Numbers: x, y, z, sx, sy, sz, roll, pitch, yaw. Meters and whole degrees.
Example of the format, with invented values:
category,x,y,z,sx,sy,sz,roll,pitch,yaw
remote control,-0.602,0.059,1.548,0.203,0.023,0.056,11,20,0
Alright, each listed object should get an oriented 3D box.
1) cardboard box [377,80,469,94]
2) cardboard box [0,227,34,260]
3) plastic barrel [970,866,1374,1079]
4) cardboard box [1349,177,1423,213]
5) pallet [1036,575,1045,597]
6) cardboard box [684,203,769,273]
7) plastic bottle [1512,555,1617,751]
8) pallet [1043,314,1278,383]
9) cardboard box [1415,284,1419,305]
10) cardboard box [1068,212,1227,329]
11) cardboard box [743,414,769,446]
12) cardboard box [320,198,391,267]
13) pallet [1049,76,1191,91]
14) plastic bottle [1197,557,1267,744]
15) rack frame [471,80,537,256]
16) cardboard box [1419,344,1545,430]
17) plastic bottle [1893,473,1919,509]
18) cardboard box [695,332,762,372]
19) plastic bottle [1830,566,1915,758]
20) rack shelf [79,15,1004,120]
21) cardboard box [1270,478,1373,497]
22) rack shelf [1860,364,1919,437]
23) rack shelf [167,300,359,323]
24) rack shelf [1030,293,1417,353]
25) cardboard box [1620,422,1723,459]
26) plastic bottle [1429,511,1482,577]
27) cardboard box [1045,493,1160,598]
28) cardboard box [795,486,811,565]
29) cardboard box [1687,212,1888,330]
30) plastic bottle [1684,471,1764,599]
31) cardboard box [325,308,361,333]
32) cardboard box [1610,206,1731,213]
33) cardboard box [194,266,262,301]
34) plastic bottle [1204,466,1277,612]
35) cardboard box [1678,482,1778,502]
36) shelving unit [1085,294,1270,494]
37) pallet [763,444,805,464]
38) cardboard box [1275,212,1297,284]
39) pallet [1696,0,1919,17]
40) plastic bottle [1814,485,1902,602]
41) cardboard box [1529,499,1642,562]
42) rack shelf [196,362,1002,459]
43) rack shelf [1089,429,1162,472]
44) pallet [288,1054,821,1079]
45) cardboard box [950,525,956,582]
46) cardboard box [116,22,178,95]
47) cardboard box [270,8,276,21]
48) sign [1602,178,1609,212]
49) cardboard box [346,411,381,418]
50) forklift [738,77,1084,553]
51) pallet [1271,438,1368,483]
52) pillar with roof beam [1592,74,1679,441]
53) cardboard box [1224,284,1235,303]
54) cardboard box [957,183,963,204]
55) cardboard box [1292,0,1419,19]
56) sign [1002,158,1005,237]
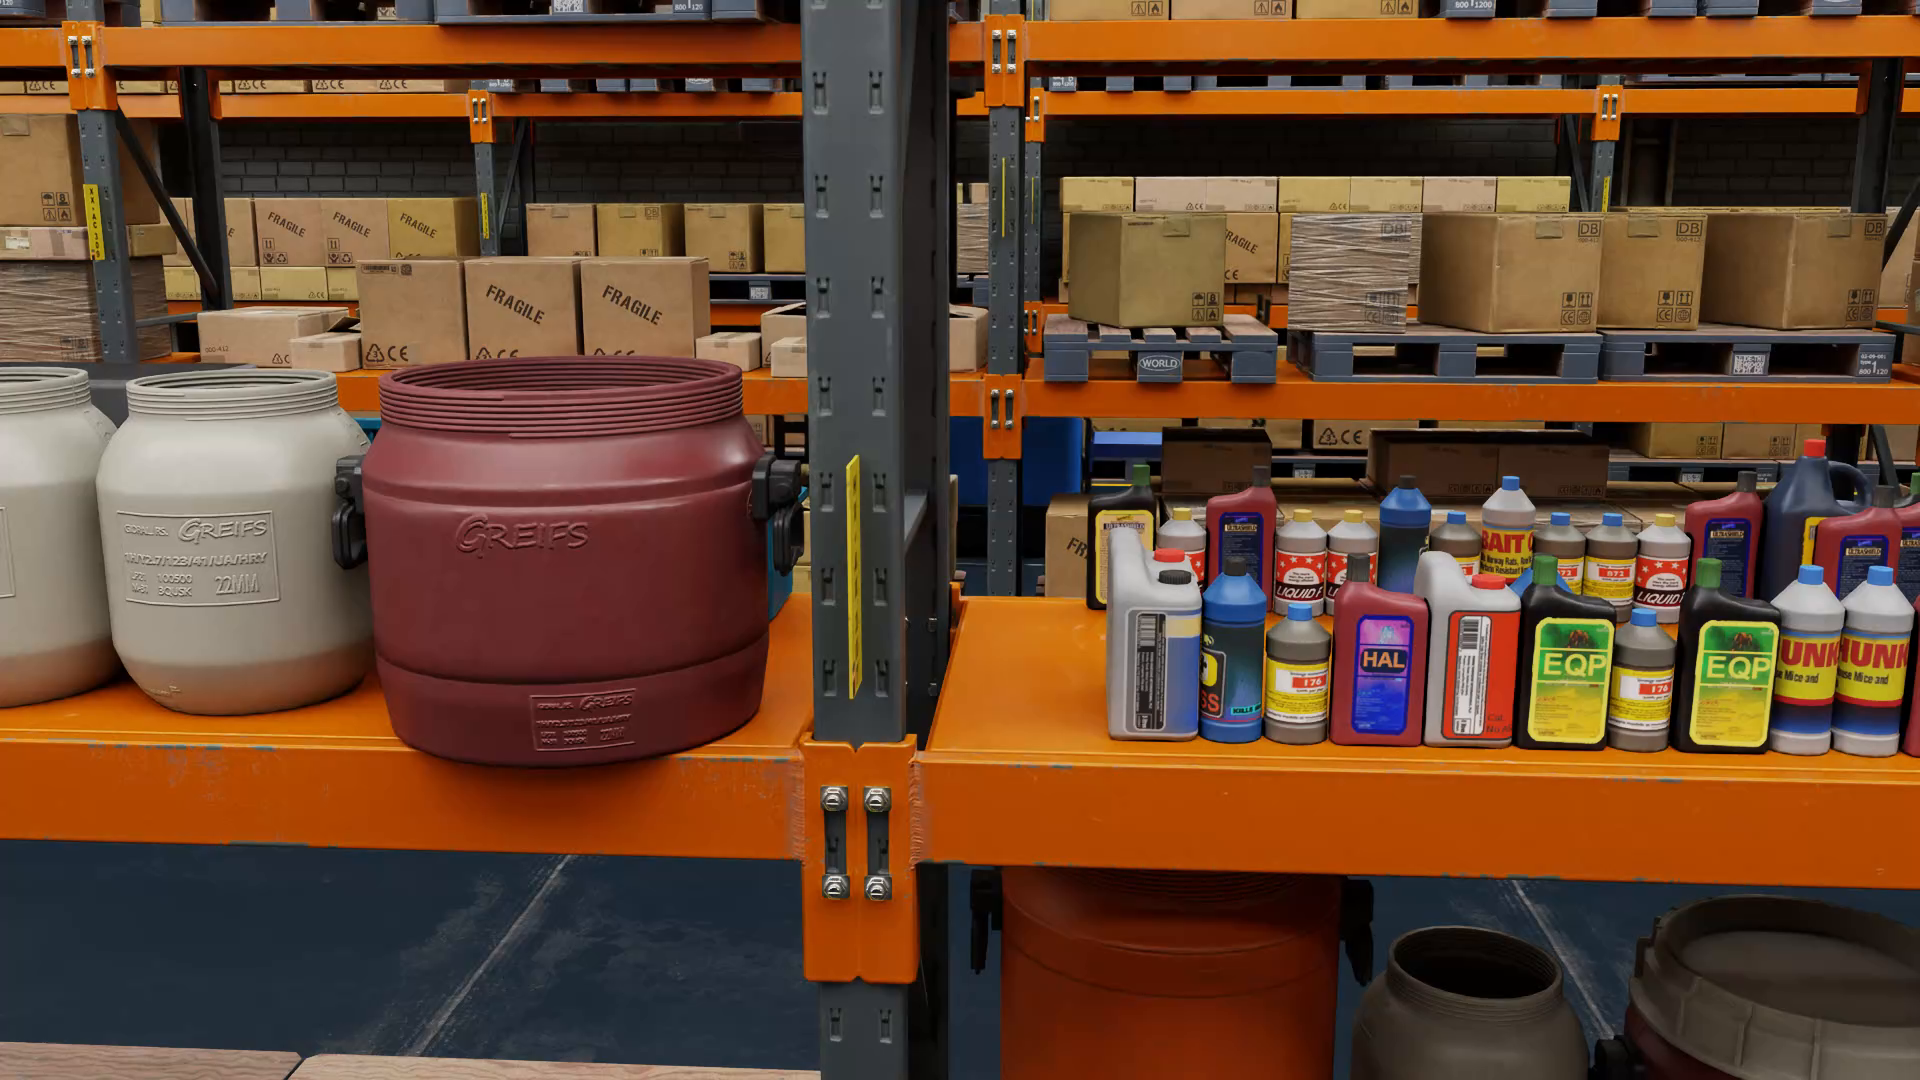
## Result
category,x,y,z,sx,sy,sz,roll,pitch,yaw
cardboard box,-3.968,-3.544,12.263,0.500,0.500,0.500,1,12,5
cardboard box,-4.305,-1.378,7.703,0.250,0.149,0.380,1,12,3
plastic barrel,0.373,0.878,3.018,0.708,0.830,0.600,1,12,4
cardboard box,3.035,-2.492,12.005,0.500,0.250,0.500,1,12,5
pallet,0.961,0.389,7.891,1.213,0.211,1.003,1,12,4
cardboard box,-1.724,-2.299,12.613,0.500,0.500,0.700,2,12,12
plastic bottle,0.886,0.165,2.438,0.133,0.283,0.061,1,12,4
pallet,0.900,-0.905,7.735,1.003,0.211,1.213,1,12,4
cardboard box,3.404,-1.787,12.051,0.250,0.149,0.380,1,12,4
cardboard box,0.854,-1.262,7.707,0.500,0.500,0.700,-3,12,-15
cardboard box,-1.684,-1.033,12.912,0.500,0.500,0.700,1,12,4
cardboard box,-4.436,-2.313,12.483,0.500,0.500,0.500,1,12,3
pallet,1.192,-3.383,12.251,1.003,0.211,1.213,1,12,6
plastic bottle,0.408,0.161,2.489,0.097,0.271,0.097,0,12,0
rack frame,-3.445,-2.060,12.791,0.127,3.000,1.000,1,12,4
cardboard box,3.880,-1.086,12.360,0.750,0.750,0.750,1,12,4
plastic bottle,1.774,0.014,3.160,0.133,0.283,0.061,1,12,4
cardboard box,-1.058,-0.876,7.745,0.250,0.149,0.380,2,12,8
plastic bottle,1.330,0.173,2.428,0.097,0.271,0.097,0,12,0
rack shelf,-1.777,-2.137,7.588,4.000,0.370,1.077,1,12,4
cardboard box,1.684,-0.013,8.036,0.500,0.500,0.500,0,12,2
rack shelf,6.205,-0.559,7.372,4.000,0.370,1.077,1,12,4
rack shelf,-5.441,-1.735,12.995,4.000,0.370,1.077,1,12,4
rack shelf,2.541,-1.626,12.472,4.000,0.370,1.077,1,12,4
cardboard box,5.276,-0.902,12.332,0.500,0.500,0.700,1,12,4
plastic bottle,0.951,0.047,3.205,0.097,0.201,0.097,0,12,0
cardboard box,0.654,0.079,7.593,0.500,0.500,0.500,1,12,6
cardboard box,-0.840,-0.090,7.694,0.500,0.311,0.500,1,12,3
cardboard box,3.752,-1.245,7.626,0.500,0.500,0.700,-3,12,-15
plastic bottle,1.456,0.010,3.181,0.133,0.283,0.061,1,12,4
cardboard box,-2.883,-1.008,8.088,0.258,0.266,0.396,0,12,2
cardboard box,5.077,-2.087,12.185,0.700,0.700,0.980,1,12,5
cardboard box,-5.439,-1.960,12.629,0.500,0.250,0.500,1,12,4
plastic bottle,0.546,-0.003,3.241,0.133,0.283,0.061,1,12,4
cardboard box,3.743,0.013,7.910,0.500,0.500,0.500,0,12,1
shelving unit,1.285,-0.710,10.002,1.048,1.500,0.538,1,12,5
pallet,-1.448,-0.669,12.950,1.213,0.211,1.003,1,12,4
cardboard box,2.550,-2.129,12.101,0.500,0.500,0.500,1,12,5
pallet,3.564,-2.338,7.253,1.003,0.211,1.213,1,12,4
plastic bottle,1.631,0.042,3.028,0.133,0.283,0.061,1,12,4
cardboard box,2.705,0.106,7.466,0.500,0.500,0.500,1,12,4
rack shelf,-1.777,-0.669,7.896,4.000,0.370,1.077,1,12,4
rack shelf,1.285,-0.534,10.038,1.000,0.185,0.538,1,12,5
pallet,-0.887,1.365,3.228,1.213,0.211,1.003,1,12,4
cardboard box,-0.284,0.080,8.251,0.500,0.250,0.500,1,12,4
cardboard box,-6.068,-3.565,12.367,0.500,0.500,0.500,1,12,6
cardboard box,-5.033,-4.038,12.187,0.500,0.500,0.500,0,12,2
sign,4.510,-2.368,11.627,0.005,0.325,0.100,1,12,4
cardboard box,-4.483,-1.058,13.031,0.500,0.500,0.500,0,12,-1
forklift,-0.756,-1.459,10.083,3.031,2.935,1.130,1,12,5
pallet,2.541,-0.597,12.607,1.213,0.211,1.003,1,12,4
pillar with roof beam,5.005,-4.175,8.248,0.400,9.000,9.100,1,12,4
cardboard box,1.888,-1.834,12.276,0.250,0.149,0.380,1,12,5
cardboard box,-0.122,-2.587,12.407,0.250,0.149,0.380,-1,12,-6
cardboard box,1.684,-2.497,7.311,0.500,0.500,0.910,1,12,4
sign,0.185,-1.447,7.030,0.005,0.325,0.100,1,12,4
